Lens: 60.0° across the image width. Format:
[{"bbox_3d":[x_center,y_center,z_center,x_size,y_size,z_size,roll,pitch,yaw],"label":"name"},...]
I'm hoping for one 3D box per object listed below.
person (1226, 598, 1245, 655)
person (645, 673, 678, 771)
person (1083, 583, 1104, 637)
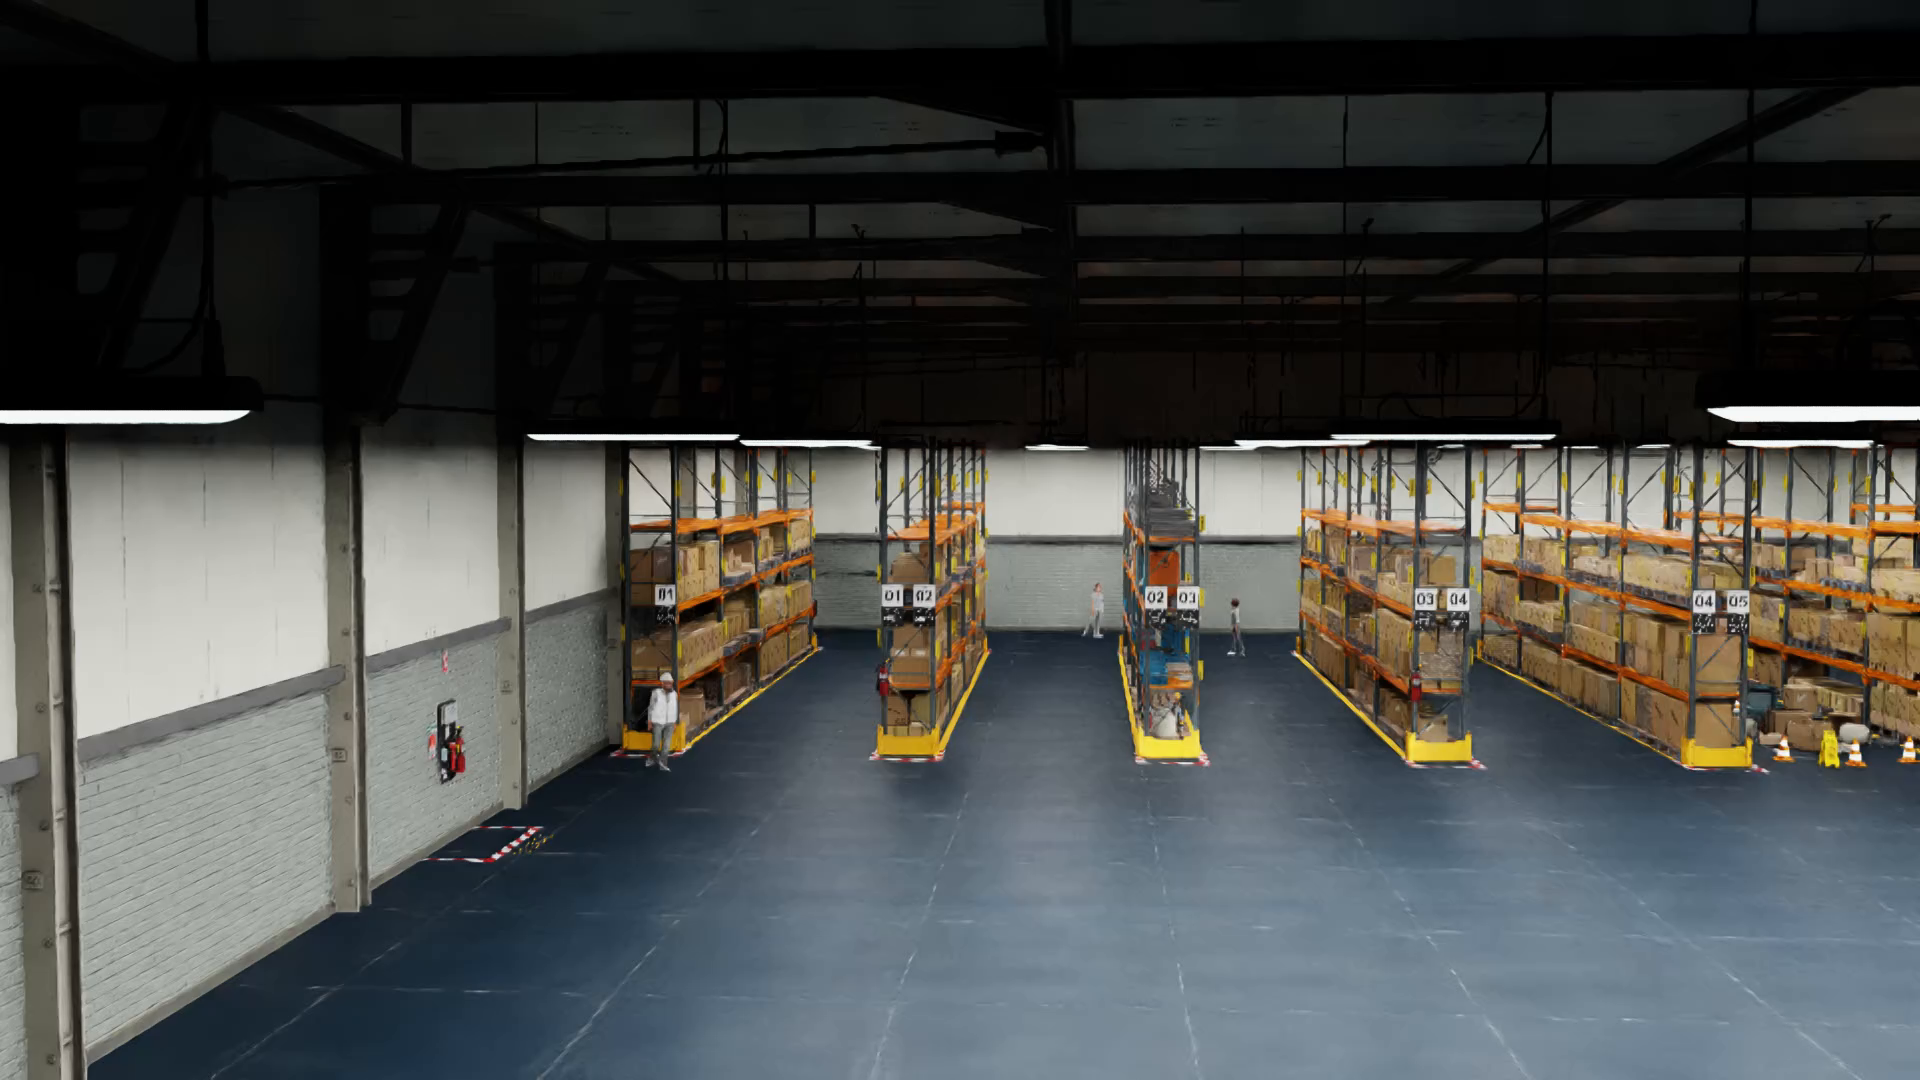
[{"bbox_3d":[7.764,2.477,46.726,0.462,1.483,0.511,0,3,-4],"label":"person"},{"bbox_3d":[-5.332,3.250,29.777,0.581,1.766,0.544,-2,4,-33],"label":"person"},{"bbox_3d":[4.106,2.151,51.291,0.643,1.664,0.497,-2,4,-38],"label":"person"}]
